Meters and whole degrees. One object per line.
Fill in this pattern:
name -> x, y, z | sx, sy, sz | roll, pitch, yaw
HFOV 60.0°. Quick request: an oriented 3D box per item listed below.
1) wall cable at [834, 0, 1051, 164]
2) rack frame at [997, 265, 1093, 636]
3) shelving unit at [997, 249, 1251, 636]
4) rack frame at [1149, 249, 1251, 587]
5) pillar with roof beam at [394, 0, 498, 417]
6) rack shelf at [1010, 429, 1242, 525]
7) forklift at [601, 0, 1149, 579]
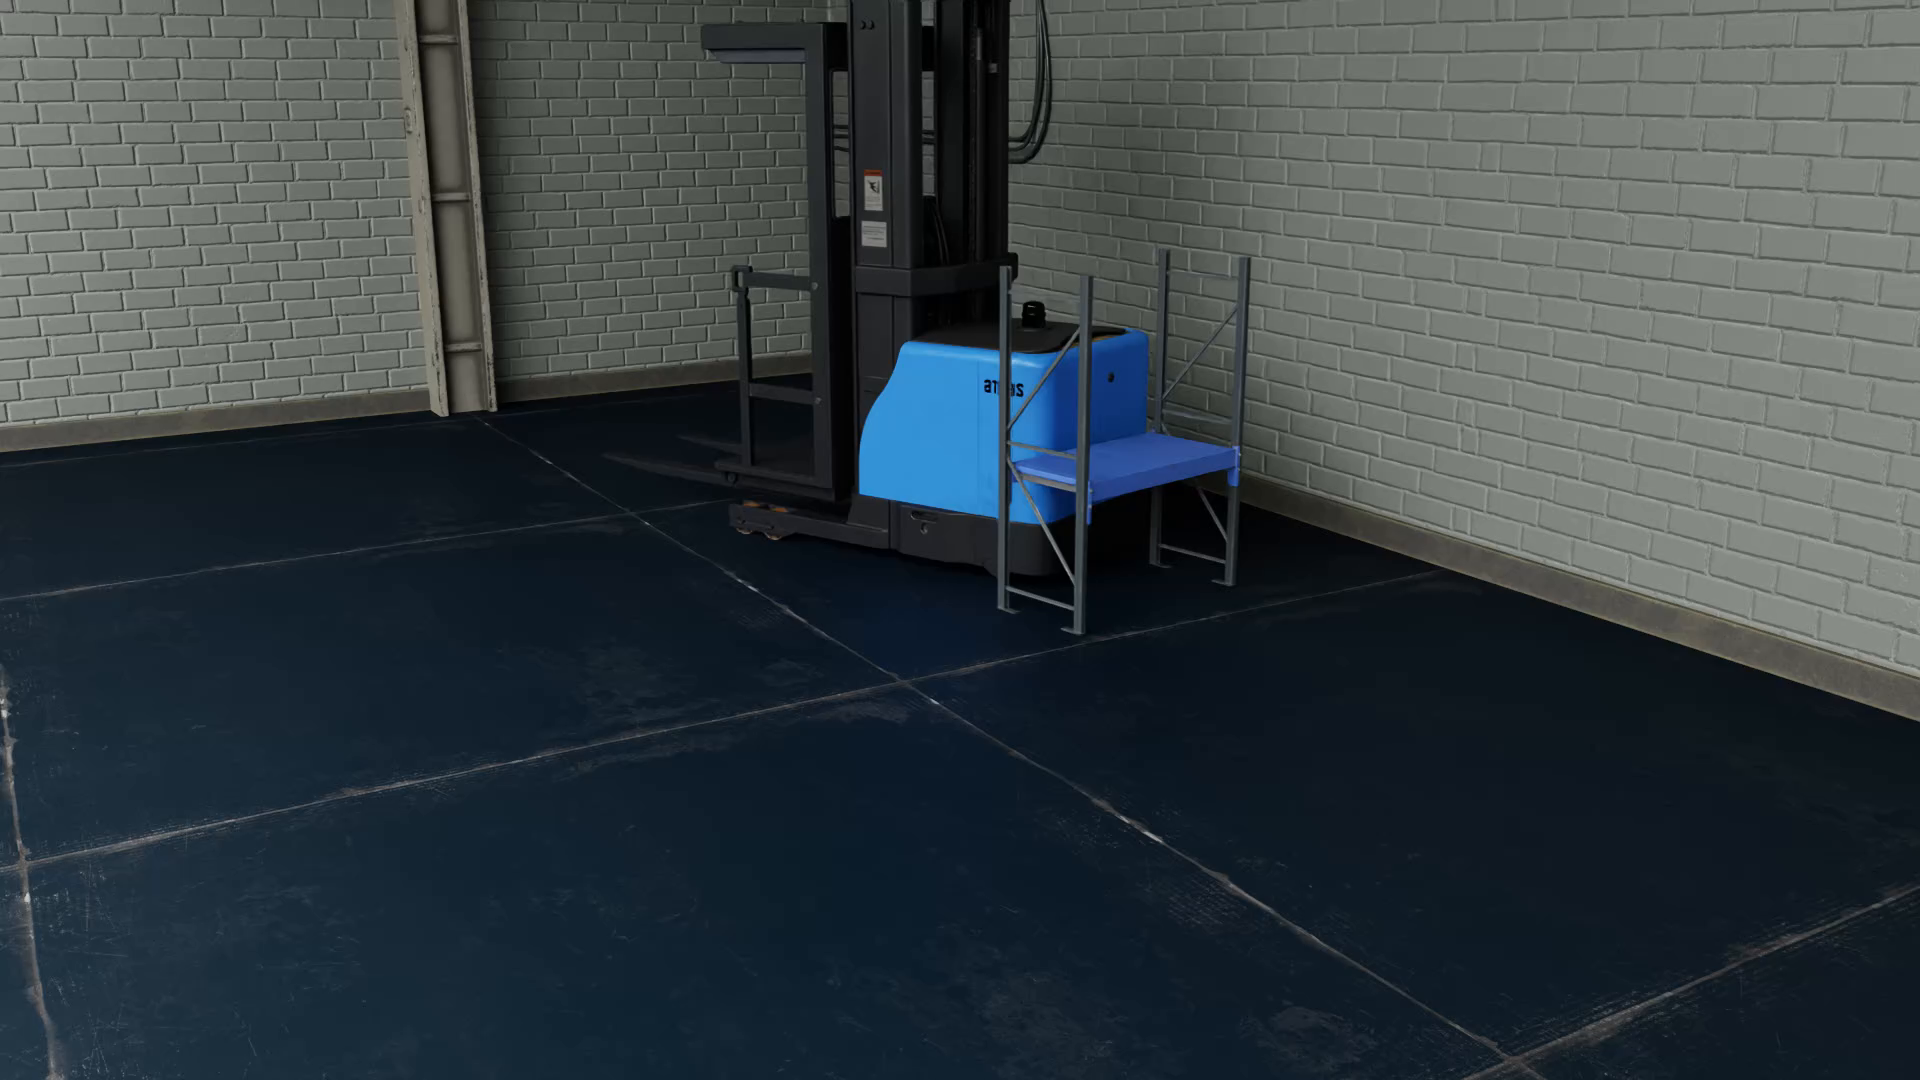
wall cable -> -0.272, -3.853, 11.236 | 0.112, 2.526, 3.097 | -9, 18, -30
rack frame -> 0.347, -0.372, 6.957 | 0.032, 1.500, 0.500 | -14, 21, -41
shelving unit -> 0.719, -0.465, 7.291 | 1.048, 1.500, 0.538 | -14, 21, -41
rack frame -> 1.090, -0.559, 7.625 | 0.032, 1.500, 0.500 | -14, 21, -41
pillar with roof beam -> -1.261, -4.249, 6.894 | 0.400, 9.000, 9.100 | -9, 18, -30
rack shelf -> 0.719, -0.292, 7.340 | 1.000, 0.185, 0.538 | -14, 21, -41
forklift -> -0.572, -1.515, 8.384 | 3.031, 2.935, 1.130 | 10, 19, 33
